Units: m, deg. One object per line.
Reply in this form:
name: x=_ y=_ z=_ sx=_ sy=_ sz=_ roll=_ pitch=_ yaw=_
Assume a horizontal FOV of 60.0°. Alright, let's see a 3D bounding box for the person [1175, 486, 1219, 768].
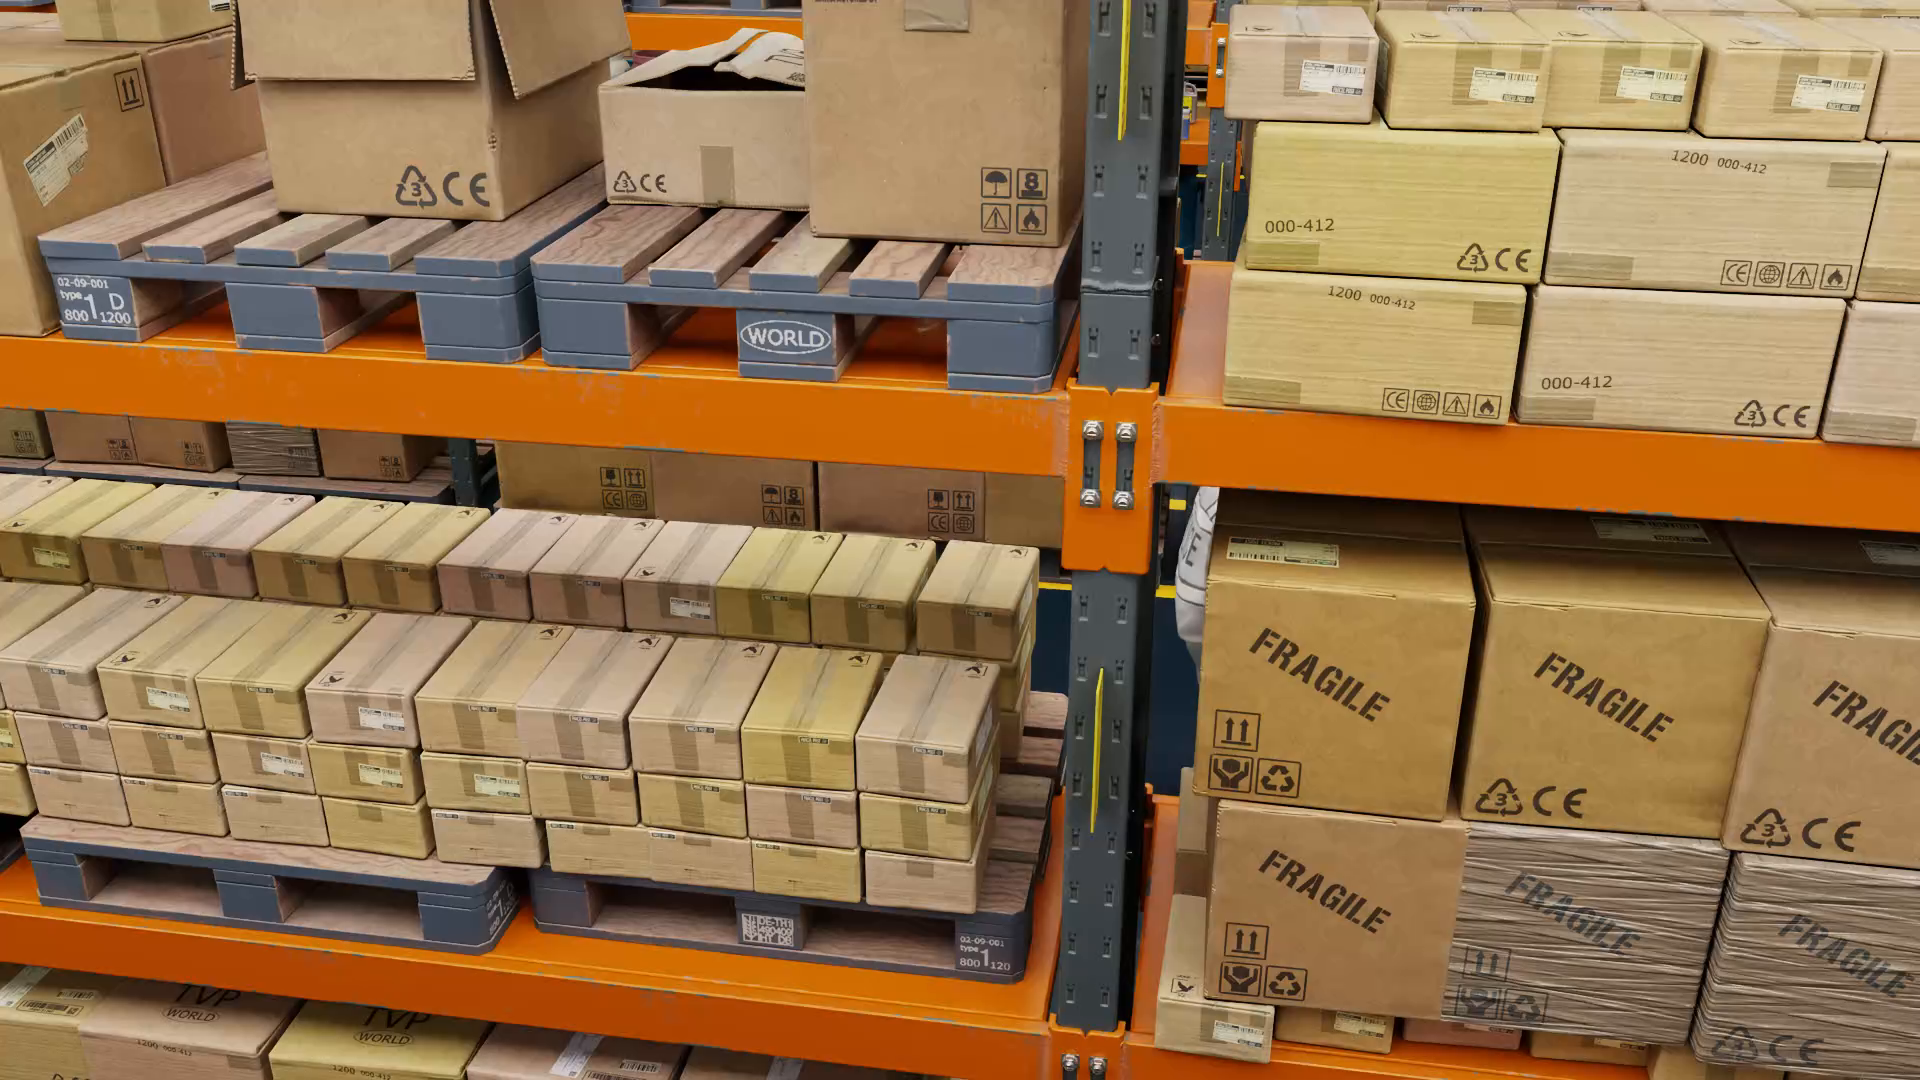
person: x=1.042 y=0.317 z=6.414 sx=0.437 sy=1.745 sz=0.596 roll=3 pitch=25 yaw=6
